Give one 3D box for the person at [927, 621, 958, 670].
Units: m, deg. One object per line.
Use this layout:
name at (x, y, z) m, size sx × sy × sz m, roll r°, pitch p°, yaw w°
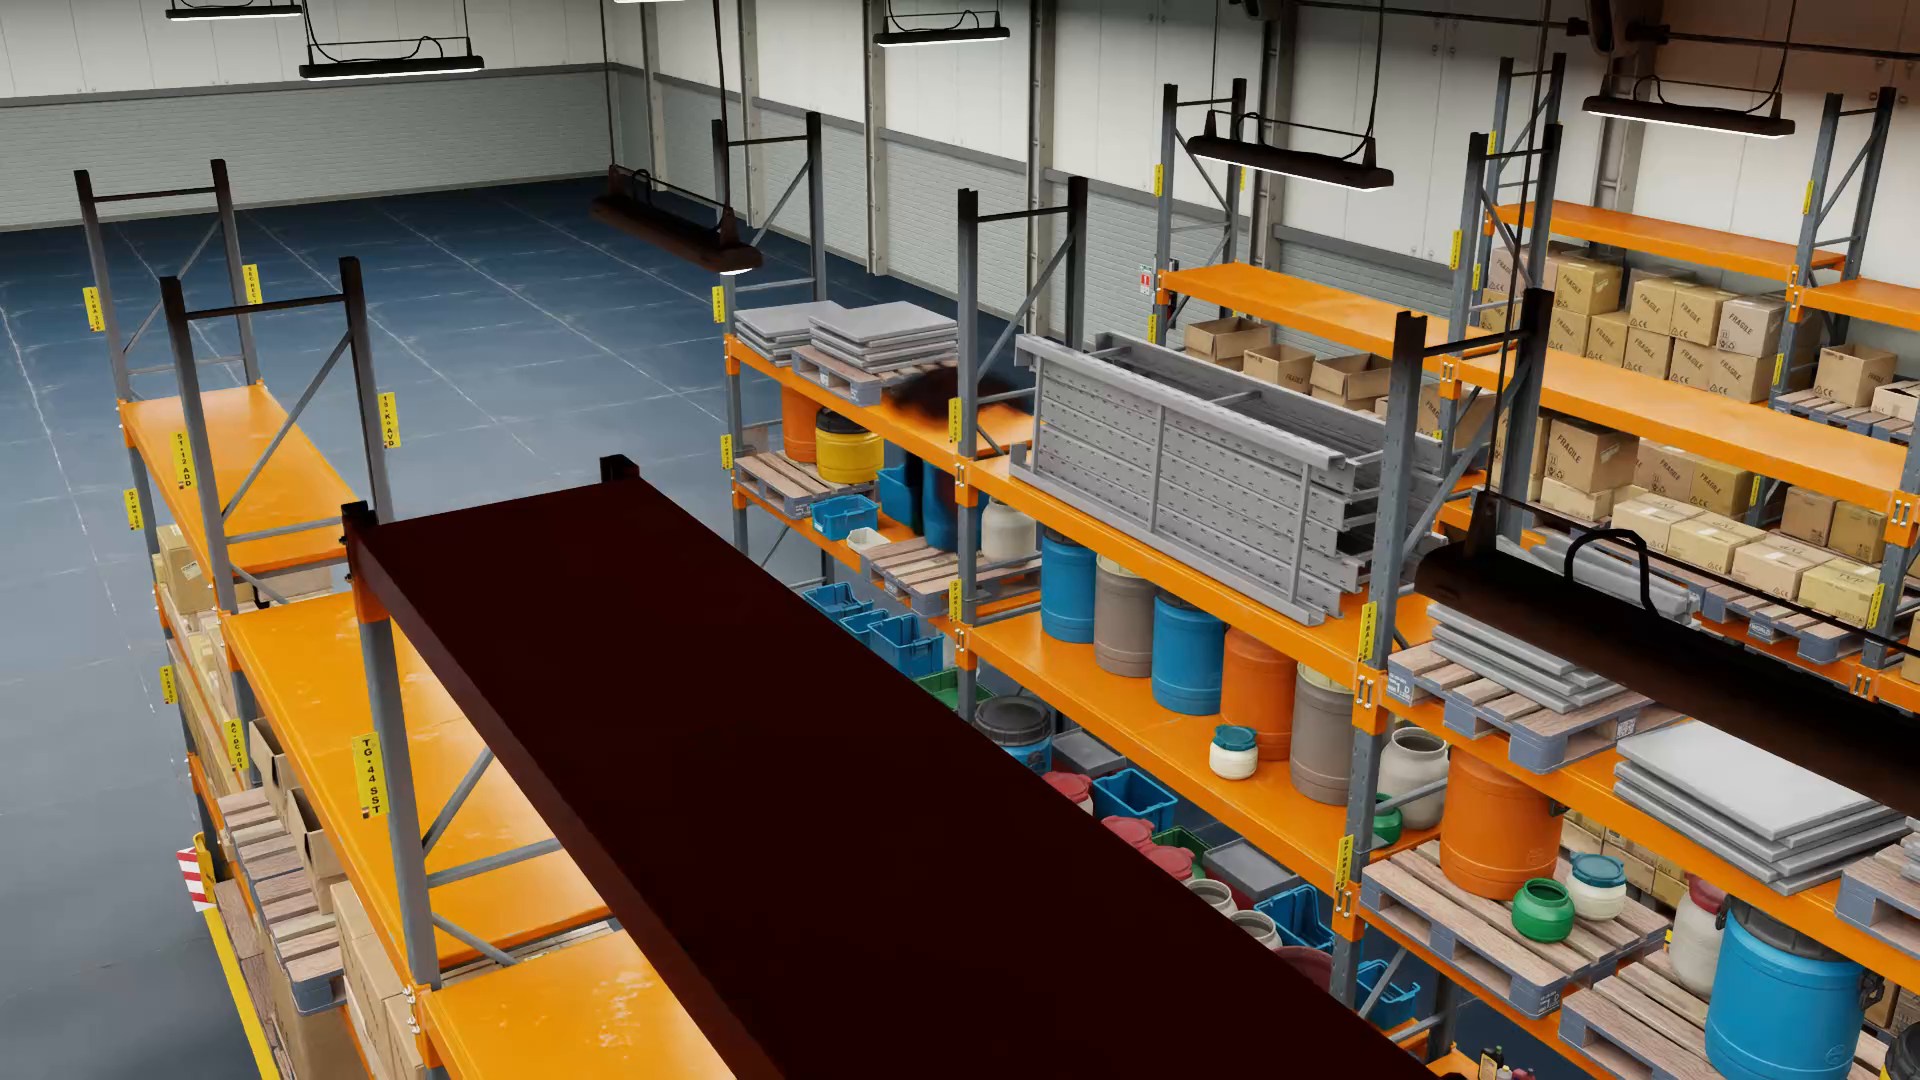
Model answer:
person at (-0.131, 0.902, 16.982) m, size 0.380 × 1.741 × 0.535 m, roll -13°, pitch 25°, yaw -29°
